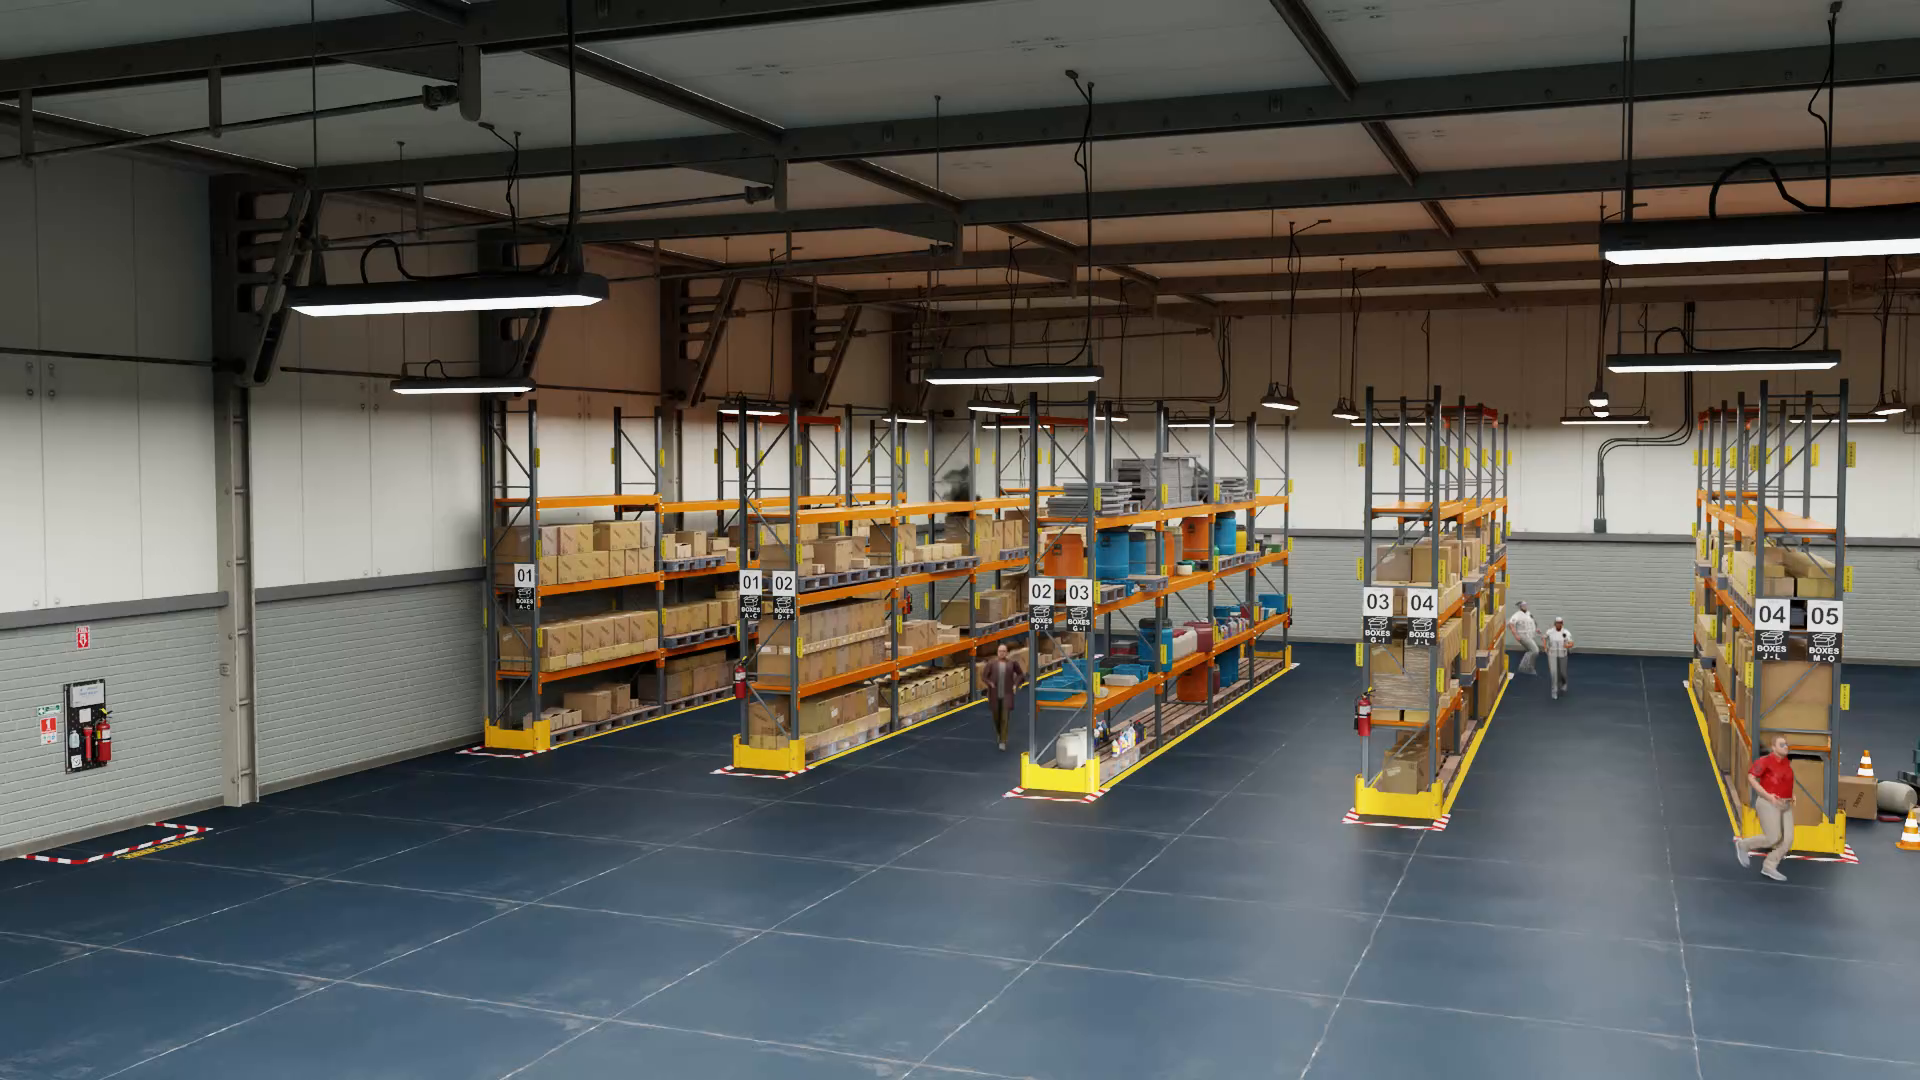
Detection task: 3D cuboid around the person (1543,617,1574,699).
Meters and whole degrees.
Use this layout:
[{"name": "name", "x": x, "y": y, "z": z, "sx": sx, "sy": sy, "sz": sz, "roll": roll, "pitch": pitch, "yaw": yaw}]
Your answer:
[{"name": "person", "x": 12.530, "y": 2.451, "z": 34.846, "sx": 0.616, "sy": 1.675, "sz": 0.927, "roll": 1, "pitch": 3, "yaw": 18}]

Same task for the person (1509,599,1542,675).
[{"name": "person", "x": 13.121, "y": 2.268, "z": 38.432, "sx": 0.711, "sy": 1.782, "sz": 0.624, "roll": -3, "pitch": 4, "yaw": -44}]

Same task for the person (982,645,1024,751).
[{"name": "person", "x": 0.722, "y": 2.775, "z": 28.547, "sx": 0.715, "sy": 1.561, "sz": 1.000, "roll": 0, "pitch": 3, "yaw": 6}]

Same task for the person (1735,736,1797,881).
[{"name": "person", "x": 9.726, "y": 3.187, "z": 19.947, "sx": 0.673, "sy": 1.692, "sz": 0.618, "roll": -1, "pitch": 3, "yaw": -24}]
